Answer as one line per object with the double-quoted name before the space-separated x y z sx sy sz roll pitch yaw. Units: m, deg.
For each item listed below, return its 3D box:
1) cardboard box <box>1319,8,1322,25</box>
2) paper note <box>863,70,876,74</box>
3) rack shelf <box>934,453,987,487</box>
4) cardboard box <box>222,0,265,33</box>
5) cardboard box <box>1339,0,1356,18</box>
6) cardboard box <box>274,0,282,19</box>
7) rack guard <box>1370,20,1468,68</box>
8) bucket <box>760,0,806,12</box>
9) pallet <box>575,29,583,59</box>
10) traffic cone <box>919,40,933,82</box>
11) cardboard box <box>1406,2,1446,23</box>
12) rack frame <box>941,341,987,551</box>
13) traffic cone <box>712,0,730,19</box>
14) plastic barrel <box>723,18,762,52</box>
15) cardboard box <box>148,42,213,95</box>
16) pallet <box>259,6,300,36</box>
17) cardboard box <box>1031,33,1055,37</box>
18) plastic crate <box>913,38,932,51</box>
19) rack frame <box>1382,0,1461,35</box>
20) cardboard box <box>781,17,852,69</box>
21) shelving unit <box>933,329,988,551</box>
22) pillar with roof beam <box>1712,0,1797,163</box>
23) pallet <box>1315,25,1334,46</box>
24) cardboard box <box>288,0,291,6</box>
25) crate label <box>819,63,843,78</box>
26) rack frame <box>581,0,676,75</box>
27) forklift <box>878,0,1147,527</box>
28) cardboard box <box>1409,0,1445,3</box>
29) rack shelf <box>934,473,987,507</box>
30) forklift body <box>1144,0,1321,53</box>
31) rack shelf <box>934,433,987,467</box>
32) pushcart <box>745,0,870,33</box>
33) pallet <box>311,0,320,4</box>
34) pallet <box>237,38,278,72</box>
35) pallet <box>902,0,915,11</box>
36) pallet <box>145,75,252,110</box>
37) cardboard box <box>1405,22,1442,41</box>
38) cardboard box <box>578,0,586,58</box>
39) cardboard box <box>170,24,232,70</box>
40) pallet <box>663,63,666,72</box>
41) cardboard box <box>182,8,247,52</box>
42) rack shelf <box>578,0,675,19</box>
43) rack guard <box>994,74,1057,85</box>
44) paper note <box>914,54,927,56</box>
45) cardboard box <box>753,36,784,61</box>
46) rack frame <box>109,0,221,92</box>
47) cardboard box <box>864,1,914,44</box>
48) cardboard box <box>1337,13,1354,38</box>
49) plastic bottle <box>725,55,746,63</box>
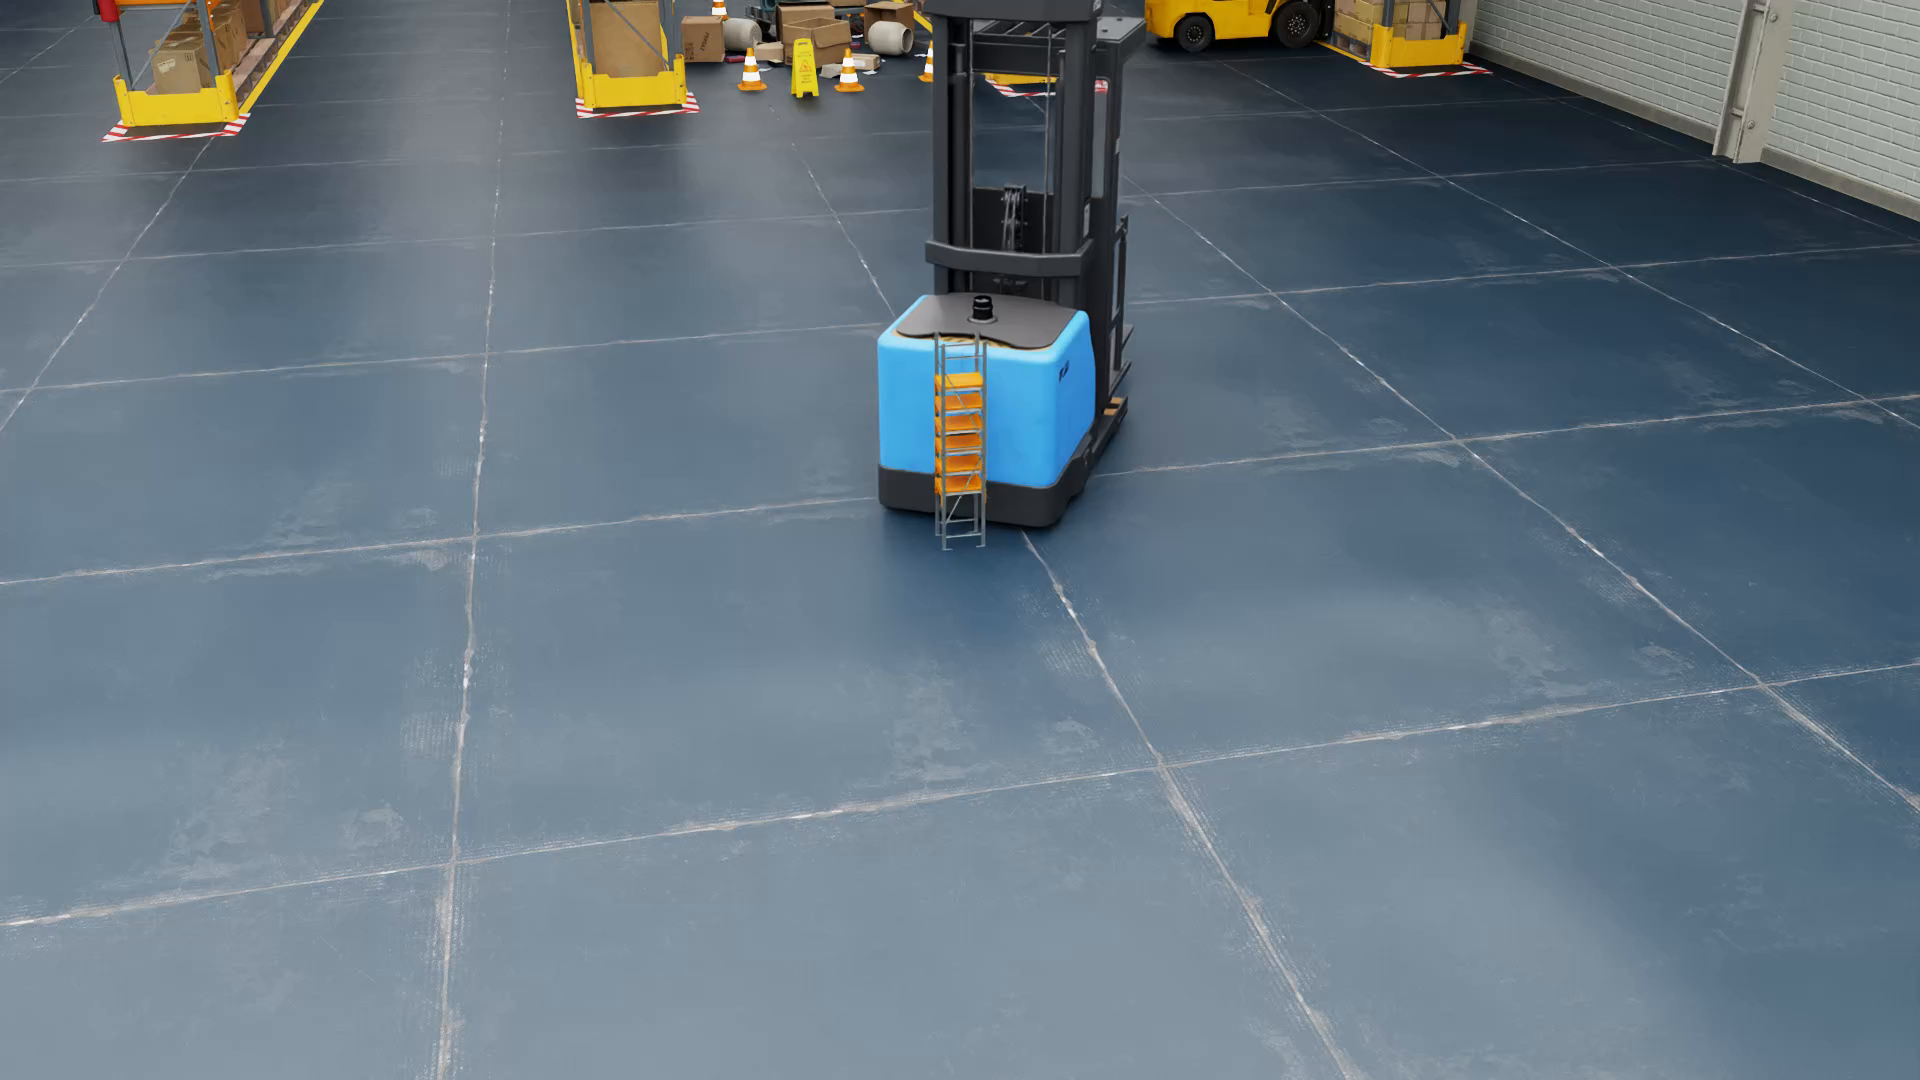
"cardboard box" 5.102 -7.279 22.929 0.500 0.250 0.500 -5 27 -10
"paper note" -1.126 -5.861 20.829 0.148 0.019 0.142 -16 31 -29
"rack shelf" 0.002 -0.381 9.038 0.258 0.103 0.180 -5 27 -11
"cardboard box" -9.647 -7.076 22.226 0.700 0.500 0.500 -8 28 -16
"cardboard box" 5.345 -7.066 21.951 0.500 0.250 0.500 -6 27 -12
"cardboard box" -9.863 -7.533 23.131 0.700 0.500 0.500 -8 28 -16
"rack guard" 5.867 -6.353 21.282 1.175 0.500 0.348 -6 27 -12
"bucket" -2.398 -7.575 22.874 0.726 0.611 0.620 3 17 6
"pallet" -4.580 -6.596 22.084 1.003 0.211 1.213 -6 27 -12
"traffic cone" -0.327 -5.899 20.424 0.336 0.463 0.334 -6 27 -12
"cardboard box" 5.958 -6.890 21.603 0.500 0.250 0.500 -5 27 -11
"rack frame" 0.021 -0.488 8.884 0.240 1.200 0.006 -5 27 -11
"traffic cone" -3.506 -7.792 24.175 0.336 0.463 0.334 -6 27 -12
"plastic barrel" -2.925 -6.691 22.036 0.512 0.421 0.421 13 30 24
"cardboard box" -8.753 -5.315 18.759 0.500 0.500 0.500 -1 27 -2
"pallet" -9.985 -7.357 23.592 1.003 0.211 1.213 -6 27 -12
"cardboard box" 1.114 -6.316 21.020 0.500 0.250 0.500 -6 27 -12
"plastic crate" -0.320 -6.654 22.344 0.402 0.080 0.583 -16 31 -29
"rack frame" 5.862 -7.480 20.740 1.000 3.000 0.127 -6 27 -12
"cardboard box" -1.836 -6.373 21.319 0.637 0.503 0.797 19 32 32
"shelving unit" 0.002 -0.528 8.964 0.258 1.200 0.189 -5 27 -11
"pillar with roof beam" 3.741 -7.484 14.090 9.100 9.000 0.400 -6 27 -12
"pallet" 5.377 -7.101 23.084 1.003 0.211 1.213 -6 27 -12
"cardboard box" -10.123 -8.026 24.108 0.700 0.500 0.500 -8 28 -16
"crate label" -1.569 -5.831 20.650 0.250 0.136 0.298 -23 35 -38
"rack frame" -3.773 -6.427 18.654 1.000 3.000 0.127 -6 27 -12
"forklift" 0.454 -2.026 10.011 1.130 2.935 3.031 8 28 15
"cardboard box" 5.938 -7.116 21.496 0.500 0.250 0.500 -6 27 -12
"rack shelf" 0.002 -0.274 9.092 0.258 0.103 0.180 -5 27 -11
"forklift body" 3.657 -7.748 22.213 2.313 2.155 1.214 -6 27 -12
"rack shelf" 0.002 -0.488 8.984 0.258 0.103 0.180 -5 27 -11
"pushcart" -2.085 -7.306 23.306 1.648 0.377 0.936 -16 31 -29
"pallet" -10.536 -8.589 26.032 1.003 0.211 1.213 -6 27 -12
"pallet" -9.344 -6.188 21.275 1.003 0.211 1.213 -6 27 -12
"pallet" -0.330 -8.363 25.585 1.003 0.211 1.213 -6 27 -12
"pallet" -8.794 -5.116 19.152 1.003 0.211 1.213 -6 27 -12
"cardboard box" 5.942 -6.675 21.731 0.500 0.250 0.500 -6 27 -11
"cardboard box" -4.191 -6.343 20.380 0.875 0.875 0.875 -6 27 -12
"cardboard box" -9.044 -5.851 19.821 0.500 0.500 0.500 -3 27 -7
"pallet" -4.030 -5.525 19.962 1.003 0.211 1.213 -6 27 -12
"cardboard box" -9.342 -6.365 20.839 0.500 0.500 0.500 2 27 5
"rack shelf" -4.224 -6.984 20.556 1.077 0.370 4.000 -6 27 -12
"rack guard" 1.010 -5.891 20.367 1.175 0.500 0.348 -6 27 -12
"paper note" -0.509 -6.372 21.840 0.142 0.019 0.148 -16 31 -29
"cardboard box" -2.493 -6.395 21.625 0.396 0.266 0.258 -1 27 -3
"rack frame" -8.628 -5.968 17.744 1.000 3.000 0.127 -6 27 -12
"cardboard box" -0.959 -7.007 22.574 0.500 0.500 0.500 13 30 24
"cardboard box" 5.345 -6.833 22.044 0.500 0.250 0.500 -6 27 -12
"plastic bottle" -2.882 -6.225 21.516 0.283 0.061 0.133 -16 31 -29
